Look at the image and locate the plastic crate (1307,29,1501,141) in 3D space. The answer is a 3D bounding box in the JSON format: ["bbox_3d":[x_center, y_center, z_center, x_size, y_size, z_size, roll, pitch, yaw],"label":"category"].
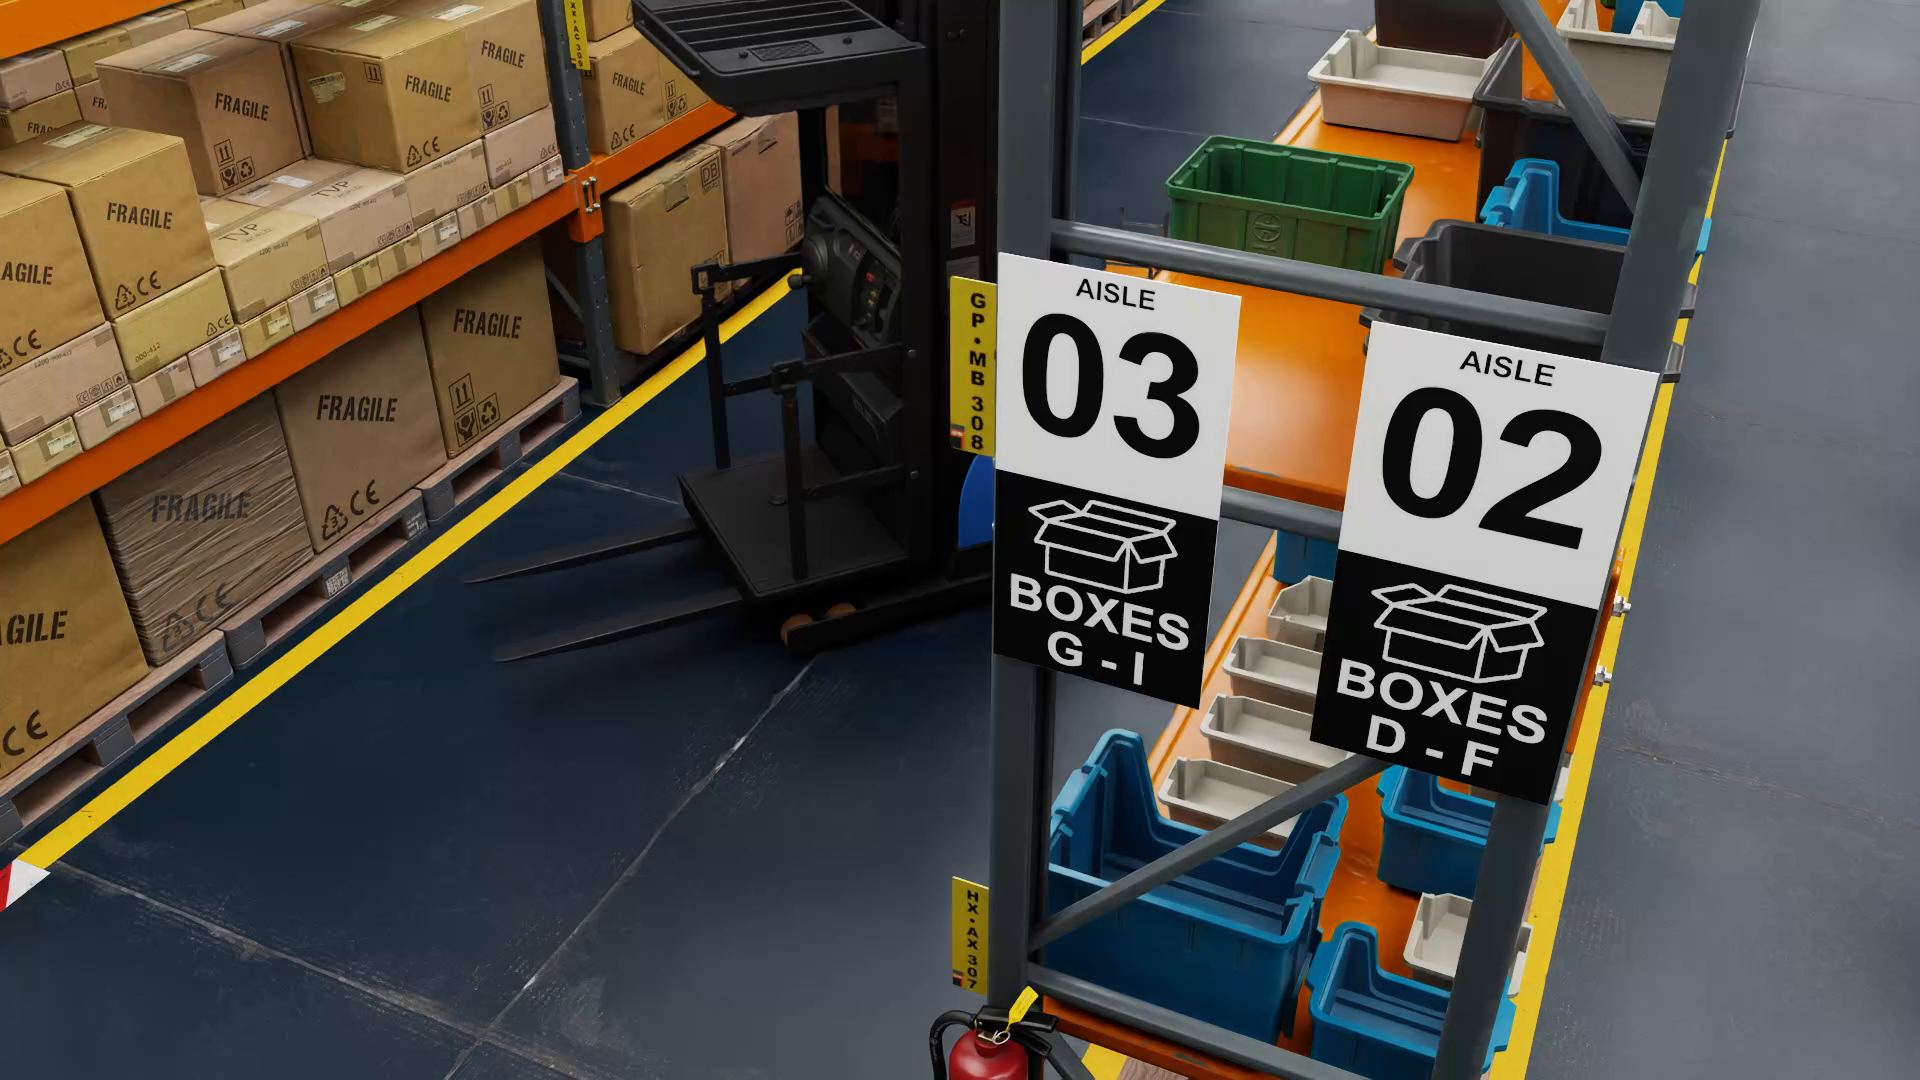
[{"bbox_3d":[1.175,-1.189,4.333,0.437,0.136,0.530,14,36,20],"label":"plastic crate"}]

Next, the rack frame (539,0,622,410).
[{"bbox_3d":[-2.289,-2.088,8.198,1.000,3.000,0.127,14,36,20],"label":"rack frame"}]

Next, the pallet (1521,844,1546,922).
[{"bbox_3d":[1.428,1.200,5.728,1.003,0.211,1.213,14,36,20],"label":"pallet"}]

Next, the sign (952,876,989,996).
[{"bbox_3d":[0.030,0.854,3.563,0.100,0.325,0.005,14,36,20],"label":"sign"}]

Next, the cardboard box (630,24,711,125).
[{"bbox_3d":[-1.660,-2.552,8.815,0.500,0.500,0.500,14,36,21],"label":"cardboard box"}]

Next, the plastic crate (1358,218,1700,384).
[{"bbox_3d":[0.951,-0.287,2.836,0.497,0.269,0.590,14,36,20],"label":"plastic crate"}]

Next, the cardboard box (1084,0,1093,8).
[{"bbox_3d":[0.782,-4.910,14.381,0.700,0.500,0.500,11,35,17],"label":"cardboard box"}]

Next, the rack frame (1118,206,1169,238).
[{"bbox_3d":[0.886,-1.090,8.318,0.240,1.200,0.015,8,34,12],"label":"rack frame"}]

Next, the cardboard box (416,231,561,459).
[{"bbox_3d":[-2.638,-1.064,8.193,0.875,0.875,0.875,14,36,20],"label":"cardboard box"}]

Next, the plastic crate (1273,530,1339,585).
[{"bbox_3d":[1.163,0.004,5.106,0.416,0.233,0.300,14,36,20],"label":"plastic crate"}]

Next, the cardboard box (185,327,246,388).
[{"bbox_3d":[-2.978,-0.733,6.361,0.380,0.149,0.250,14,36,20],"label":"cardboard box"}]

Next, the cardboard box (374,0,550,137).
[{"bbox_3d":[-2.238,-2.173,7.510,0.500,0.500,0.500,15,36,22],"label":"cardboard box"}]

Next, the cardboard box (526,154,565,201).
[{"bbox_3d":[-2.119,-1.756,7.921,0.380,0.149,0.250,14,36,21],"label":"cardboard box"}]

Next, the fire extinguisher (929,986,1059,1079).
[{"bbox_3d":[0.060,1.200,3.595,0.296,0.674,0.183,14,36,20],"label":"fire extinguisher"}]

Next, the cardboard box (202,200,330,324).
[{"bbox_3d":[-2.878,-1.105,6.566,0.500,0.250,0.500,13,36,20],"label":"cardboard box"}]

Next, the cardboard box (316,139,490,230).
[{"bbox_3d":[-2.449,-1.611,7.337,0.500,0.250,0.500,15,36,22],"label":"cardboard box"}]

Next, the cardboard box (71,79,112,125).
[{"bbox_3d":[-5.982,-2.977,11.452,0.500,0.500,0.500,16,36,23],"label":"cardboard box"}]

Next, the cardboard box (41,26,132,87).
[{"bbox_3d":[-5.982,-3.293,11.249,0.500,0.250,0.500,15,36,22],"label":"cardboard box"}]

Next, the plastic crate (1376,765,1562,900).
[{"bbox_3d":[1.214,0.710,4.029,0.416,0.233,0.300,14,36,20],"label":"plastic crate"}]

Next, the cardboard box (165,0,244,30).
[{"bbox_3d":[-5.554,-3.808,12.034,0.500,0.250,0.500,15,36,22],"label":"cardboard box"}]

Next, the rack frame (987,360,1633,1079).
[{"bbox_3d":[0.536,1.041,3.427,1.000,3.000,0.127,14,36,20],"label":"rack frame"}]

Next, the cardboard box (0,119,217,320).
[{"bbox_3d":[-3.096,-1.156,5.960,0.500,0.500,0.500,13,35,19],"label":"cardboard box"}]

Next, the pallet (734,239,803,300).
[{"bbox_3d":[-1.525,-1.933,10.505,1.003,0.211,1.213,14,36,20],"label":"pallet"}]

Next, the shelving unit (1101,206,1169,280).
[{"bbox_3d":[0.828,-0.960,8.120,0.258,1.200,0.503,8,34,12],"label":"shelving unit"}]

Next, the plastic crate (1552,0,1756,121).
[{"bbox_3d":[1.744,-1.197,4.213,0.437,0.282,0.530,14,36,20],"label":"plastic crate"}]

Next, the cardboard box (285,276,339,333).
[{"bbox_3d":[-2.764,-0.989,6.752,0.380,0.149,0.250,15,36,21],"label":"cardboard box"}]

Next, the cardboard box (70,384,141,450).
[{"bbox_3d":[-3.193,-0.477,5.972,0.380,0.149,0.250,14,36,20],"label":"cardboard box"}]

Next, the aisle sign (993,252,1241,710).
[{"bbox_3d":[0.240,-0.078,2.762,0.394,0.787,0.004,14,36,20],"label":"aisle sign"}]

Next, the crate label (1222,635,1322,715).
[{"bbox_3d":[0.942,0.393,4.601,0.396,0.136,0.243,14,36,20],"label":"crate label"}]

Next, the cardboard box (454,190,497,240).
[{"bbox_3d":[-2.334,-1.500,7.531,0.380,0.149,0.250,14,36,20],"label":"cardboard box"}]

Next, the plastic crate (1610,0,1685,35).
[{"bbox_3d":[2.119,-1.609,4.886,0.416,0.233,0.300,14,36,20],"label":"plastic crate"}]

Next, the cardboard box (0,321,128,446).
[{"bbox_3d":[-3.305,-0.595,5.787,0.500,0.250,0.500,14,36,20],"label":"cardboard box"}]

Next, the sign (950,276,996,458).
[{"bbox_3d":[0.030,-0.288,2.814,0.100,0.325,0.005,14,36,20],"label":"sign"}]

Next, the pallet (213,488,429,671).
[{"bbox_3d":[-3.187,0.049,7.483,1.003,0.211,1.213,14,36,20],"label":"pallet"}]

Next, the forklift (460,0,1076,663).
[{"bbox_3d":[-0.629,-1.075,6.717,3.031,2.935,1.130,-15,36,-21],"label":"forklift"}]

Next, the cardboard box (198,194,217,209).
[{"bbox_3d":[-3.361,-1.226,6.749,0.500,0.250,0.500,14,36,21],"label":"cardboard box"}]

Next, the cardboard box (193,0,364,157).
[{"bbox_3d":[-2.934,-2.040,7.307,0.500,0.500,0.500,14,36,20],"label":"cardboard box"}]

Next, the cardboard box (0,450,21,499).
[{"bbox_3d":[-3.408,-0.220,5.579,0.380,0.149,0.250,14,36,20],"label":"cardboard box"}]

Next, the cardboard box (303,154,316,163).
[{"bbox_3d":[-2.936,-1.729,7.517,0.500,0.250,0.500,14,36,20],"label":"cardboard box"}]

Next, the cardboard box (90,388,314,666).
[{"bbox_3d":[-3.386,-0.173,6.833,0.875,0.875,0.875,14,36,20],"label":"cardboard box"}]

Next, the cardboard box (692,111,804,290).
[{"bbox_3d":[-1.666,-2.143,9.838,1.225,0.875,0.875,13,35,19],"label":"cardboard box"}]

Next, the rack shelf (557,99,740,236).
[{"bbox_3d":[-1.452,-2.783,9.915,1.077,0.370,4.000,14,36,20],"label":"rack shelf"}]

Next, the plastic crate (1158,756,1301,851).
[{"bbox_3d":[0.713,0.678,4.166,0.396,0.136,0.243,14,36,20],"label":"plastic crate"}]
